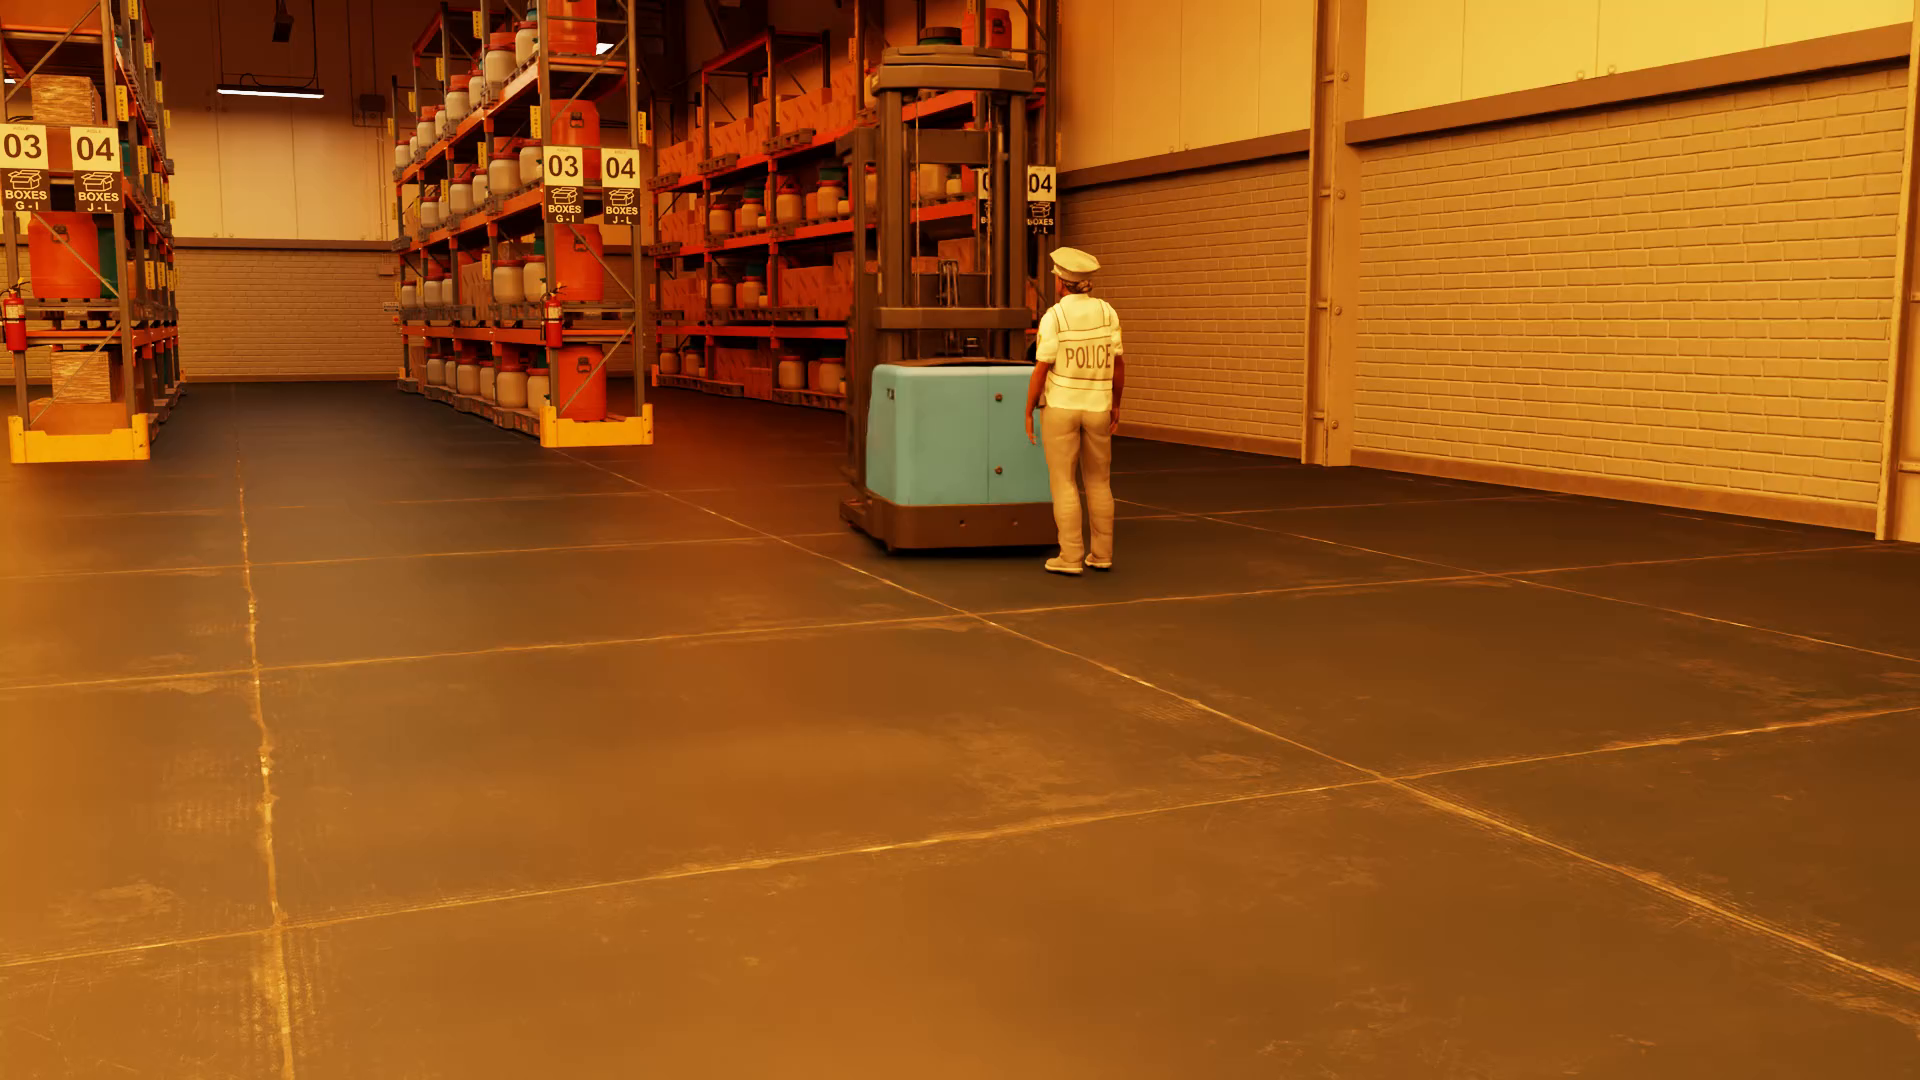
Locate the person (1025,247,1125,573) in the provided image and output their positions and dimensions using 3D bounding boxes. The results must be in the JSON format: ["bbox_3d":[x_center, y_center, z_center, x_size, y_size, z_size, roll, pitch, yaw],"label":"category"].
[{"bbox_3d":[0.593,-0.672,8.712,0.568,1.694,0.530,-3,8,-19],"label":"person"}]

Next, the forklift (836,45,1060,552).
[{"bbox_3d":[-0.179,-1.538,10.608,1.130,2.935,3.031,-2,8,-13],"label":"forklift"}]
